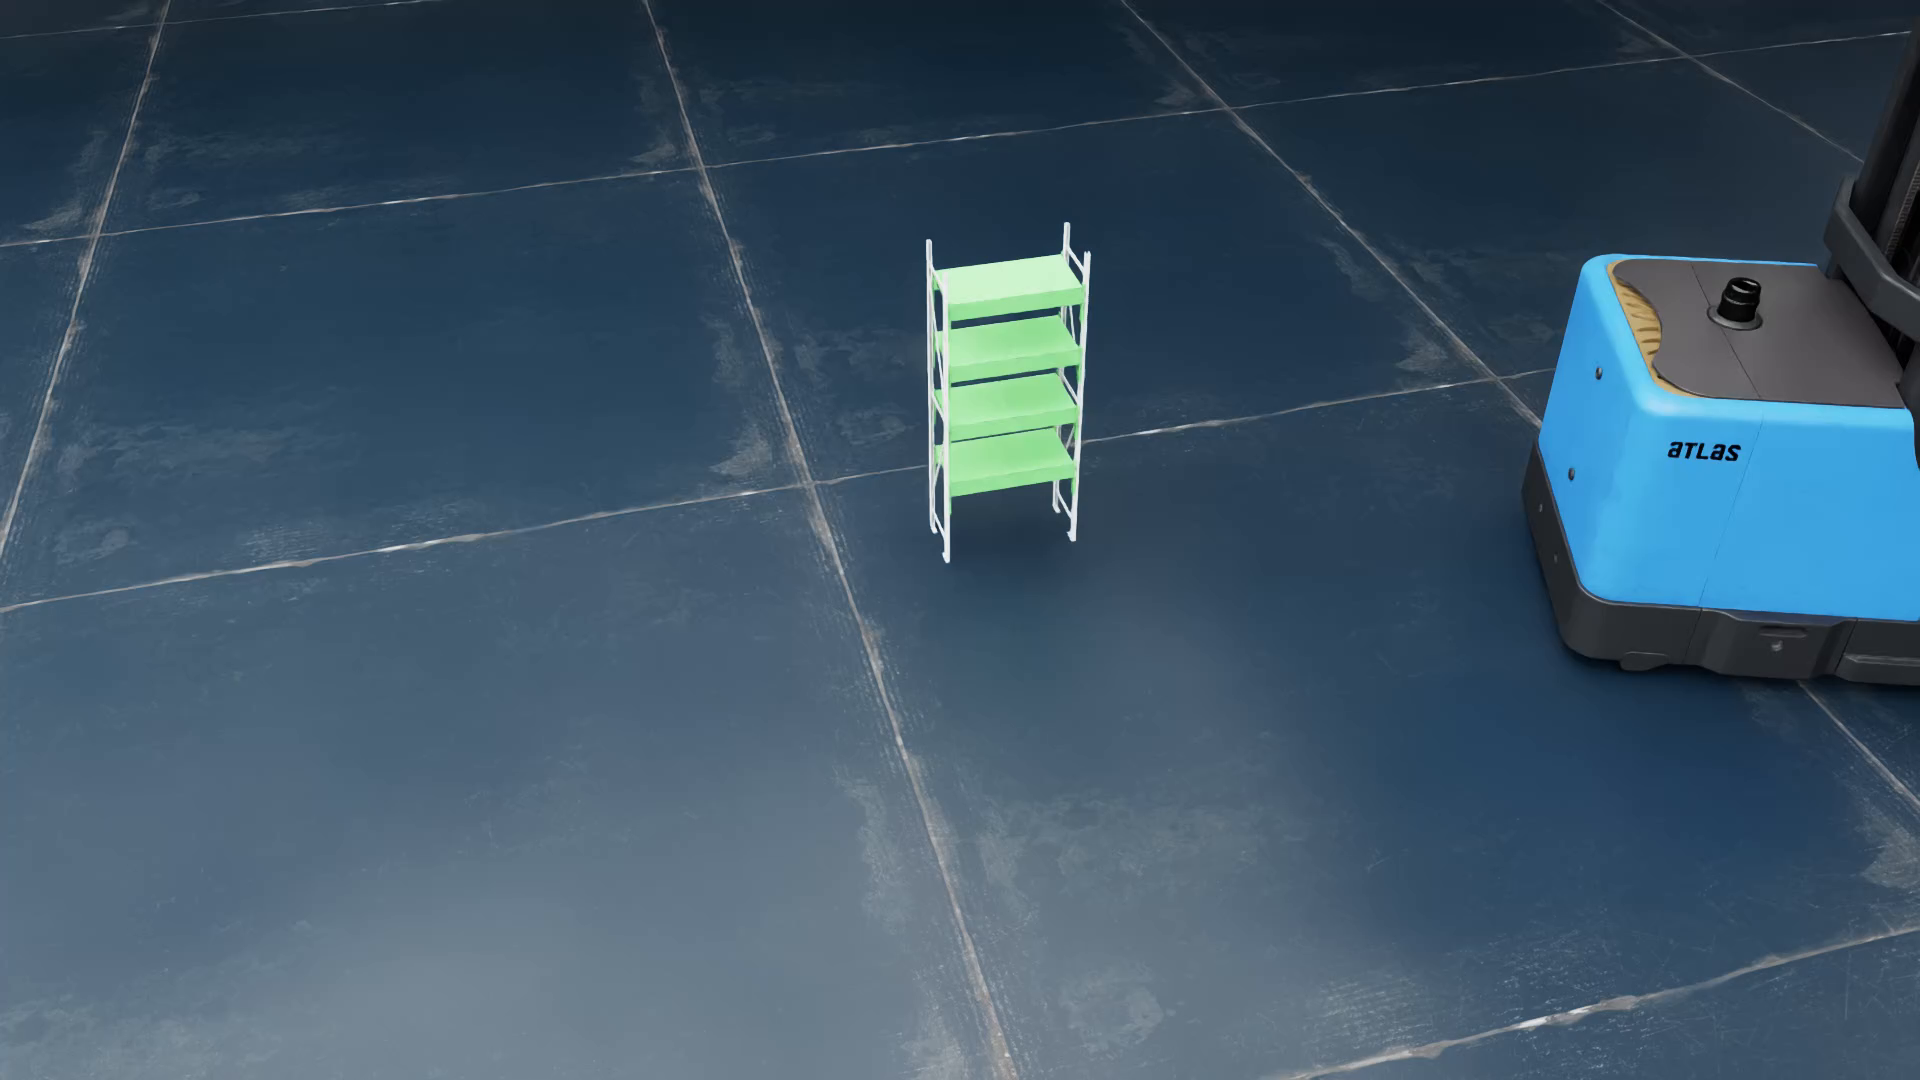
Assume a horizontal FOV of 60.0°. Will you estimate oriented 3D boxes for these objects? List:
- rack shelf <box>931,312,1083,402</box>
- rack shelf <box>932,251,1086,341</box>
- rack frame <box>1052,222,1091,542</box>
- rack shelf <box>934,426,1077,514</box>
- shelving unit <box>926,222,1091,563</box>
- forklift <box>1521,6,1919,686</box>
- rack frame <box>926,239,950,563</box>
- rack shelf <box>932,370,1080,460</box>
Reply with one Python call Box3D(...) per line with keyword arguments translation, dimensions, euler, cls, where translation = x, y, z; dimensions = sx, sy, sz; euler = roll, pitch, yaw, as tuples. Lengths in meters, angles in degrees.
Box3D(translation=(0.160, -0.643, 5.813), dimensions=(0.480, 0.148, 0.258), euler=(-9, 38, -12), cls="rack shelf")
Box3D(translation=(0.160, -0.833, 5.667), dimensions=(0.480, 0.148, 0.258), euler=(-9, 38, -12), cls="rack shelf")
Box3D(translation=(0.395, -0.541, 5.970), dimensions=(0.015, 1.200, 0.240), euler=(-9, 38, -12), cls="rack frame")
Box3D(translation=(0.160, -0.261, 6.104), dimensions=(0.480, 0.148, 0.258), euler=(-9, 38, -12), cls="rack shelf")
Box3D(translation=(0.160, -0.503, 5.920), dimensions=(0.503, 1.200, 0.258), euler=(-9, 38, -12), cls="shelving unit")
Box3D(translation=(3.610, -0.933, 5.057), dimensions=(3.031, 2.935, 1.130), euler=(4, 38, 5), cls="forklift")
Box3D(translation=(-0.076, -0.464, 5.869), dimensions=(0.015, 1.200, 0.240), euler=(-9, 38, -12), cls="rack frame")
Box3D(translation=(0.160, -0.452, 5.959), dimensions=(0.480, 0.148, 0.258), euler=(-9, 38, -12), cls="rack shelf")
